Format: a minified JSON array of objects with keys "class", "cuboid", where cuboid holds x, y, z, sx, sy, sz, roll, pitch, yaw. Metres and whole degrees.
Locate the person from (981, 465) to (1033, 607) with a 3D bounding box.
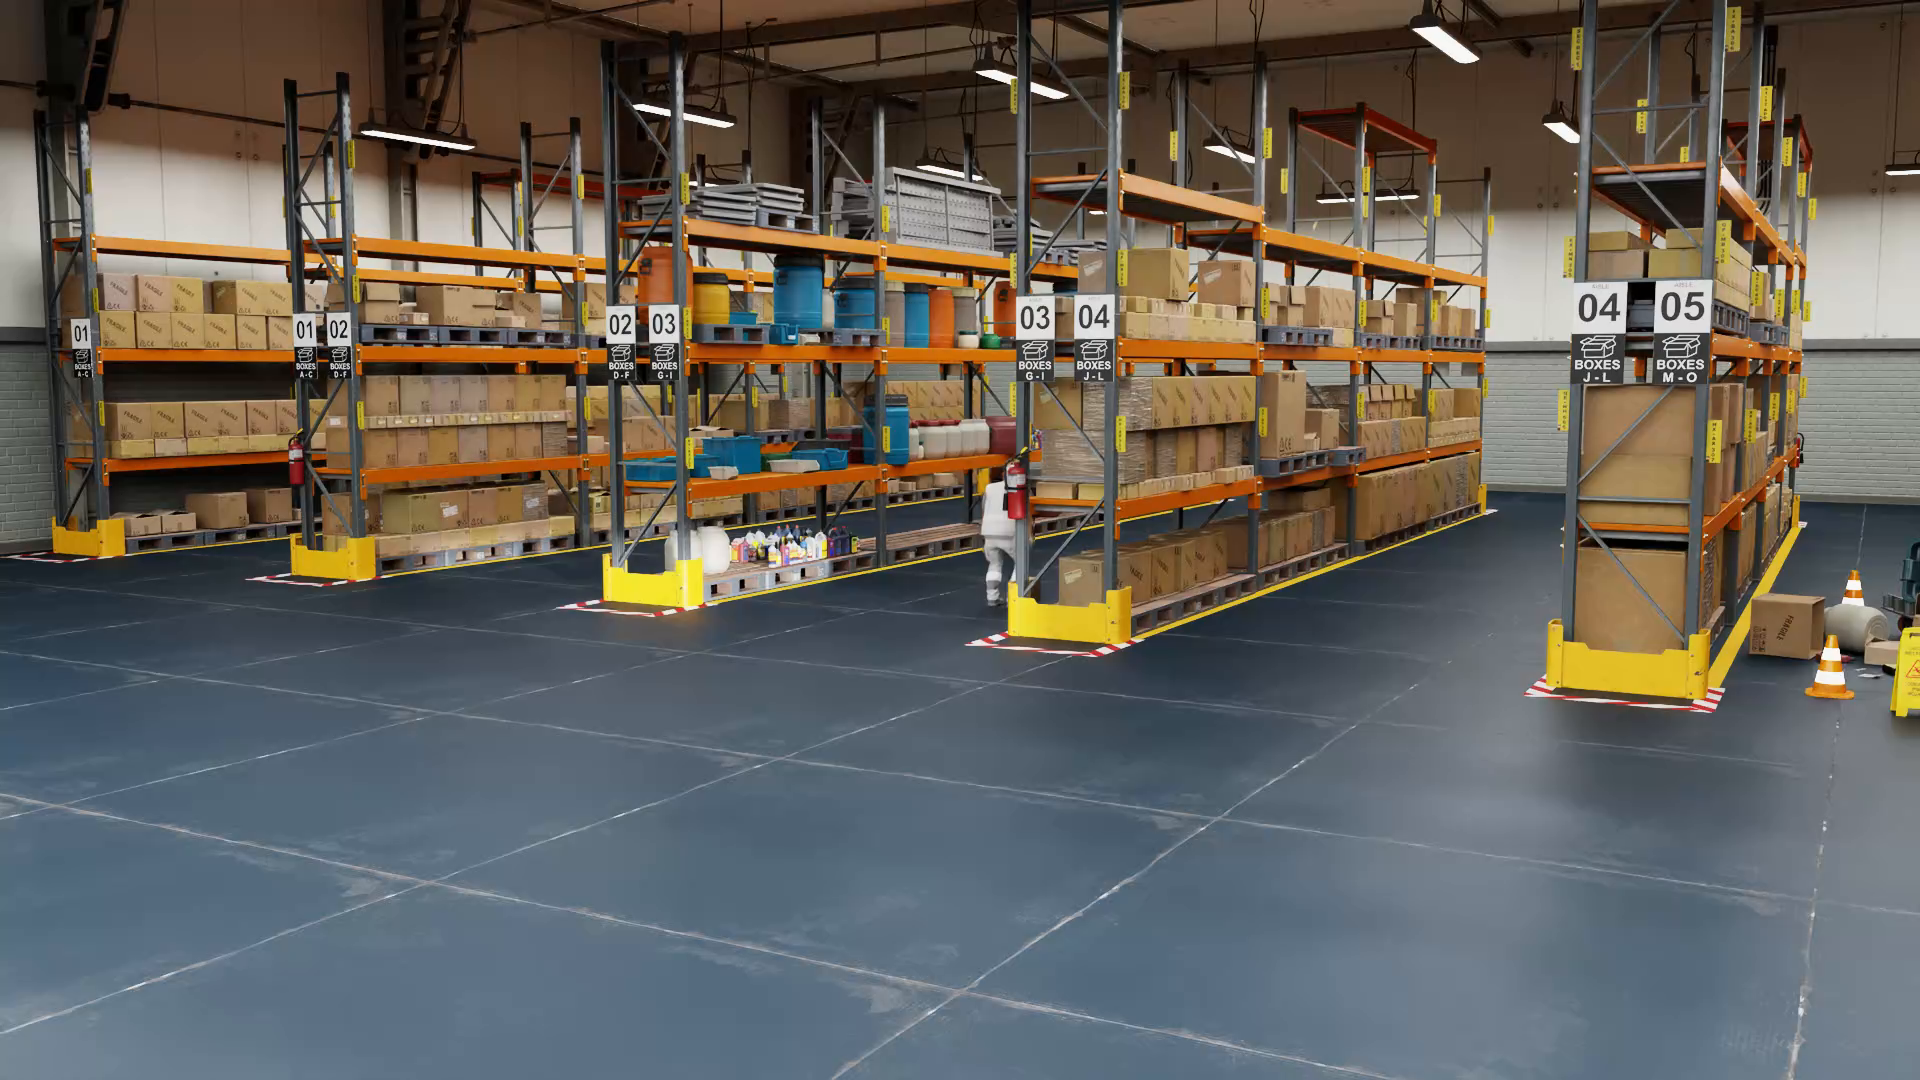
[{"class":"person","cuboid":[0.480,-0.044,17.809,0.579,1.500,0.710,3,7,29]}]
